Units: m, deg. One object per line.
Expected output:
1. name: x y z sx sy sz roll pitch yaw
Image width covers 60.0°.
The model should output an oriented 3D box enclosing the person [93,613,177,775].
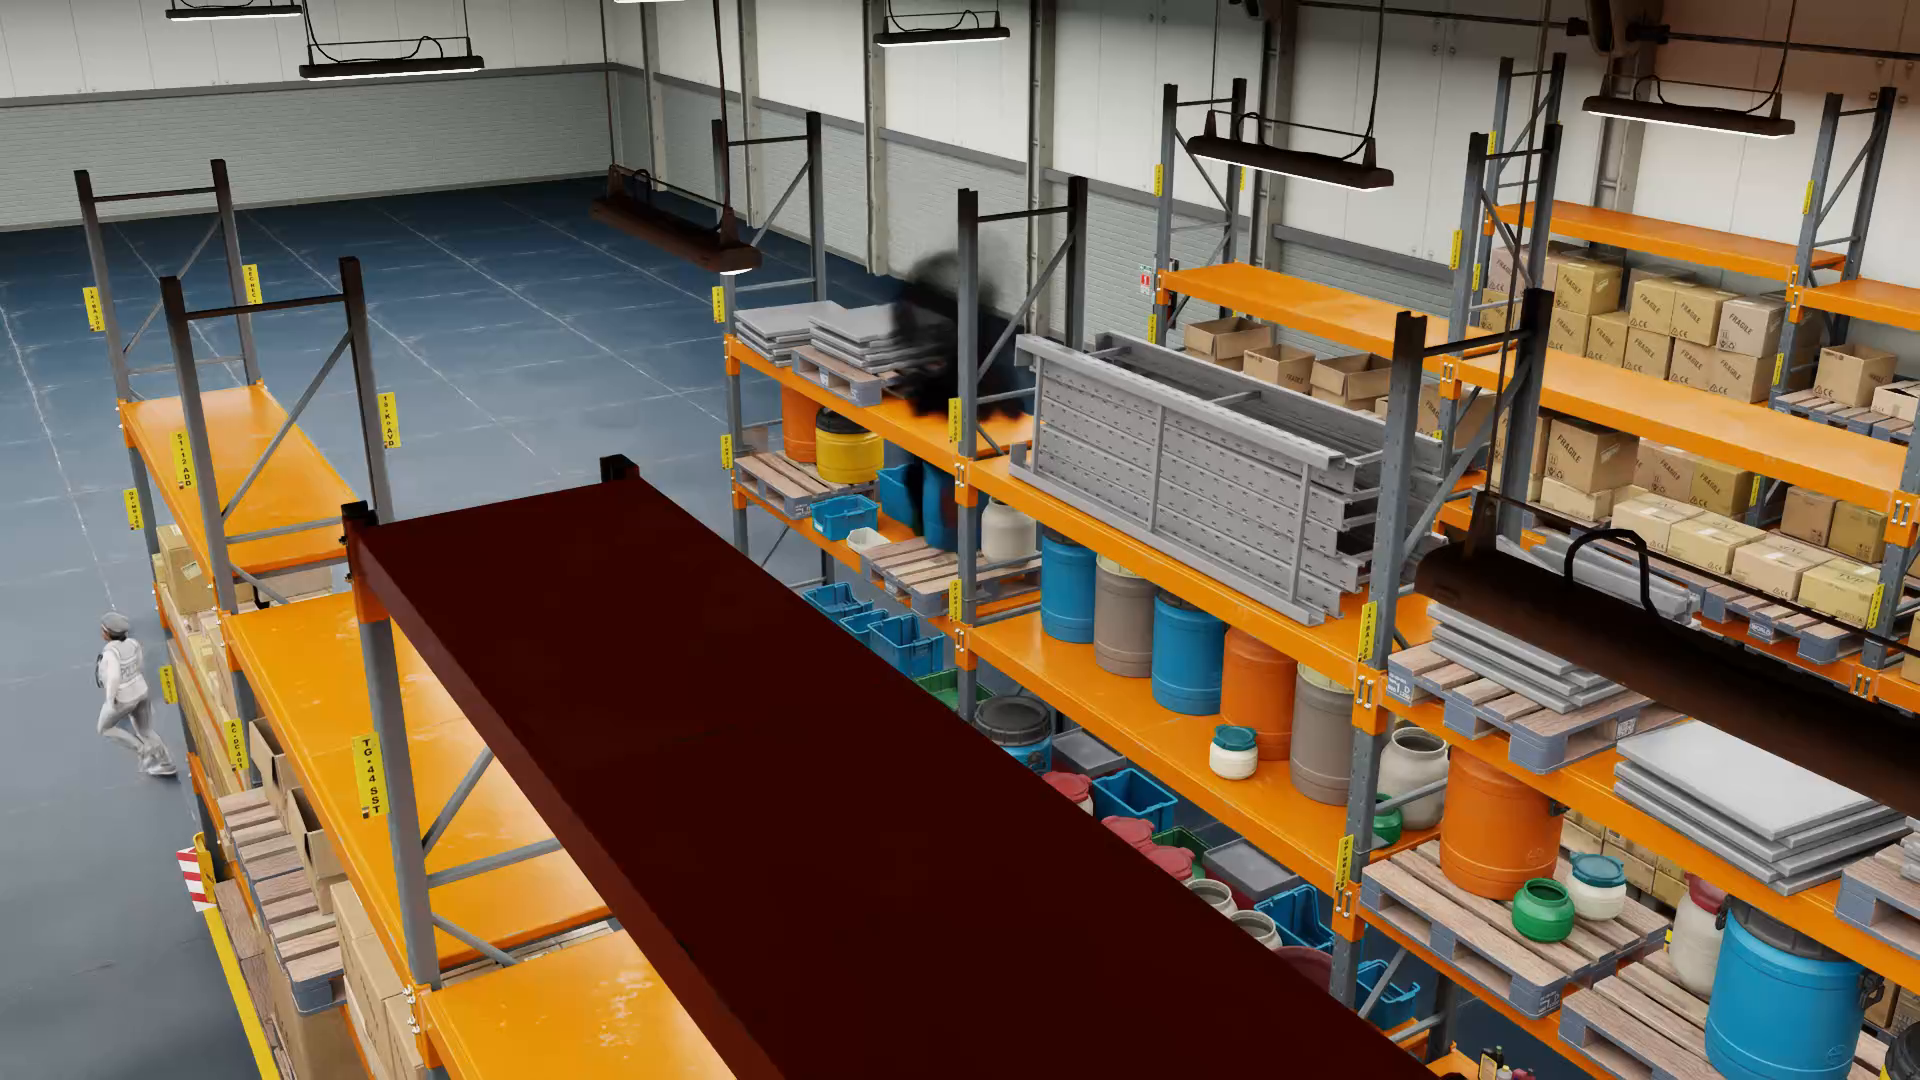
1. person: -7.805 1.469 15.498 0.702 1.646 0.646 5 22 13
